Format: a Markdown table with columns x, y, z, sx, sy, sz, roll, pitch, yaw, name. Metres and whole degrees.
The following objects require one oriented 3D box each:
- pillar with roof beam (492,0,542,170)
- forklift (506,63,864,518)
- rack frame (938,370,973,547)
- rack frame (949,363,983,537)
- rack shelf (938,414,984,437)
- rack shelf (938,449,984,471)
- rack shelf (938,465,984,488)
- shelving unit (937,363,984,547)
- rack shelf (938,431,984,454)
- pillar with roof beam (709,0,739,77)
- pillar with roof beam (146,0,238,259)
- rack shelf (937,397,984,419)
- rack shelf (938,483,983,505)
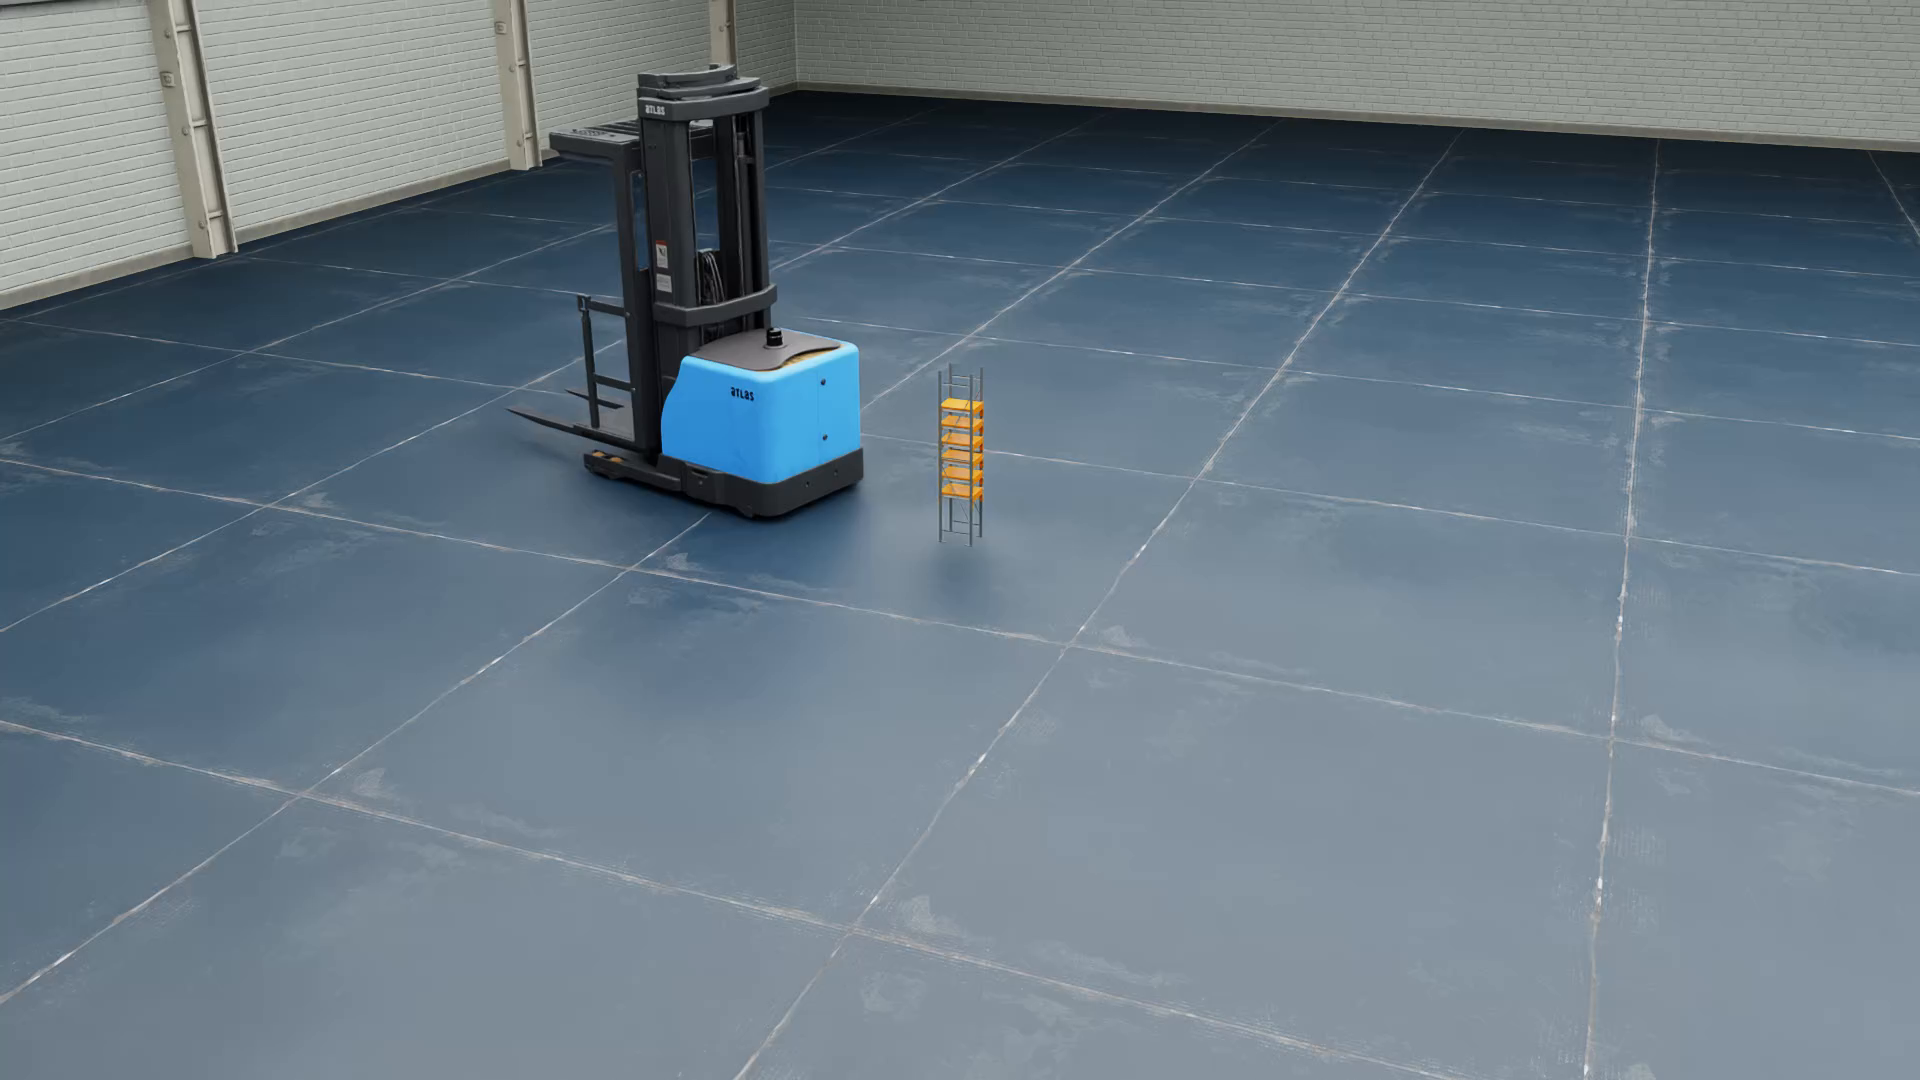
| x | y | z | sx | sy | sz | roll | pitch | yaw | name |
| --- | --- | --- | --- | --- | --- | --- | --- | --- | --- |
| -2.340 | -8.974 | 21.058 | 9.100 | 9.000 | 0.400 | 9 | 24 | 20 | pillar with roof beam |
| -2.188 | -1.944 | 12.101 | 3.031 | 2.935 | 1.130 | 16 | 28 | 34 | forklift |
| -0.029 | -0.526 | 10.953 | 0.240 | 1.200 | 0.006 | 9 | 24 | 20 | rack frame |
| 0.039 | -0.592 | 11.110 | 0.240 | 1.200 | 0.006 | 9 | 24 | 20 | rack frame |
| 0.005 | -0.739 | 10.956 | 0.258 | 0.103 | 0.180 | 9 | 24 | 20 | rack shelf |
| 0.005 | -0.518 | 11.048 | 0.258 | 0.103 | 0.180 | 9 | 24 | 20 | rack shelf |
| 0.005 | -0.407 | 11.095 | 0.258 | 0.103 | 0.180 | 9 | 24 | 20 | rack shelf |
| 0.005 | -0.559 | 11.031 | 0.258 | 1.200 | 0.189 | 9 | 24 | 20 | shelving unit |
| 0.005 | -0.629 | 11.002 | 0.258 | 0.103 | 0.180 | 9 | 24 | 20 | rack shelf |
| -0.111 | -11.121 | 26.199 | 9.100 | 9.000 | 0.400 | 9 | 24 | 20 | pillar with roof beam |
| -4.569 | -6.827 | 15.918 | 9.100 | 9.000 | 0.400 | 9 | 24 | 20 | pillar with roof beam |
| 0.005 | -0.850 | 10.910 | 0.258 | 0.103 | 0.180 | 9 | 24 | 20 | rack shelf |
| 0.005 | -0.296 | 11.141 | 0.258 | 0.103 | 0.180 | 9 | 24 | 20 | rack shelf |
